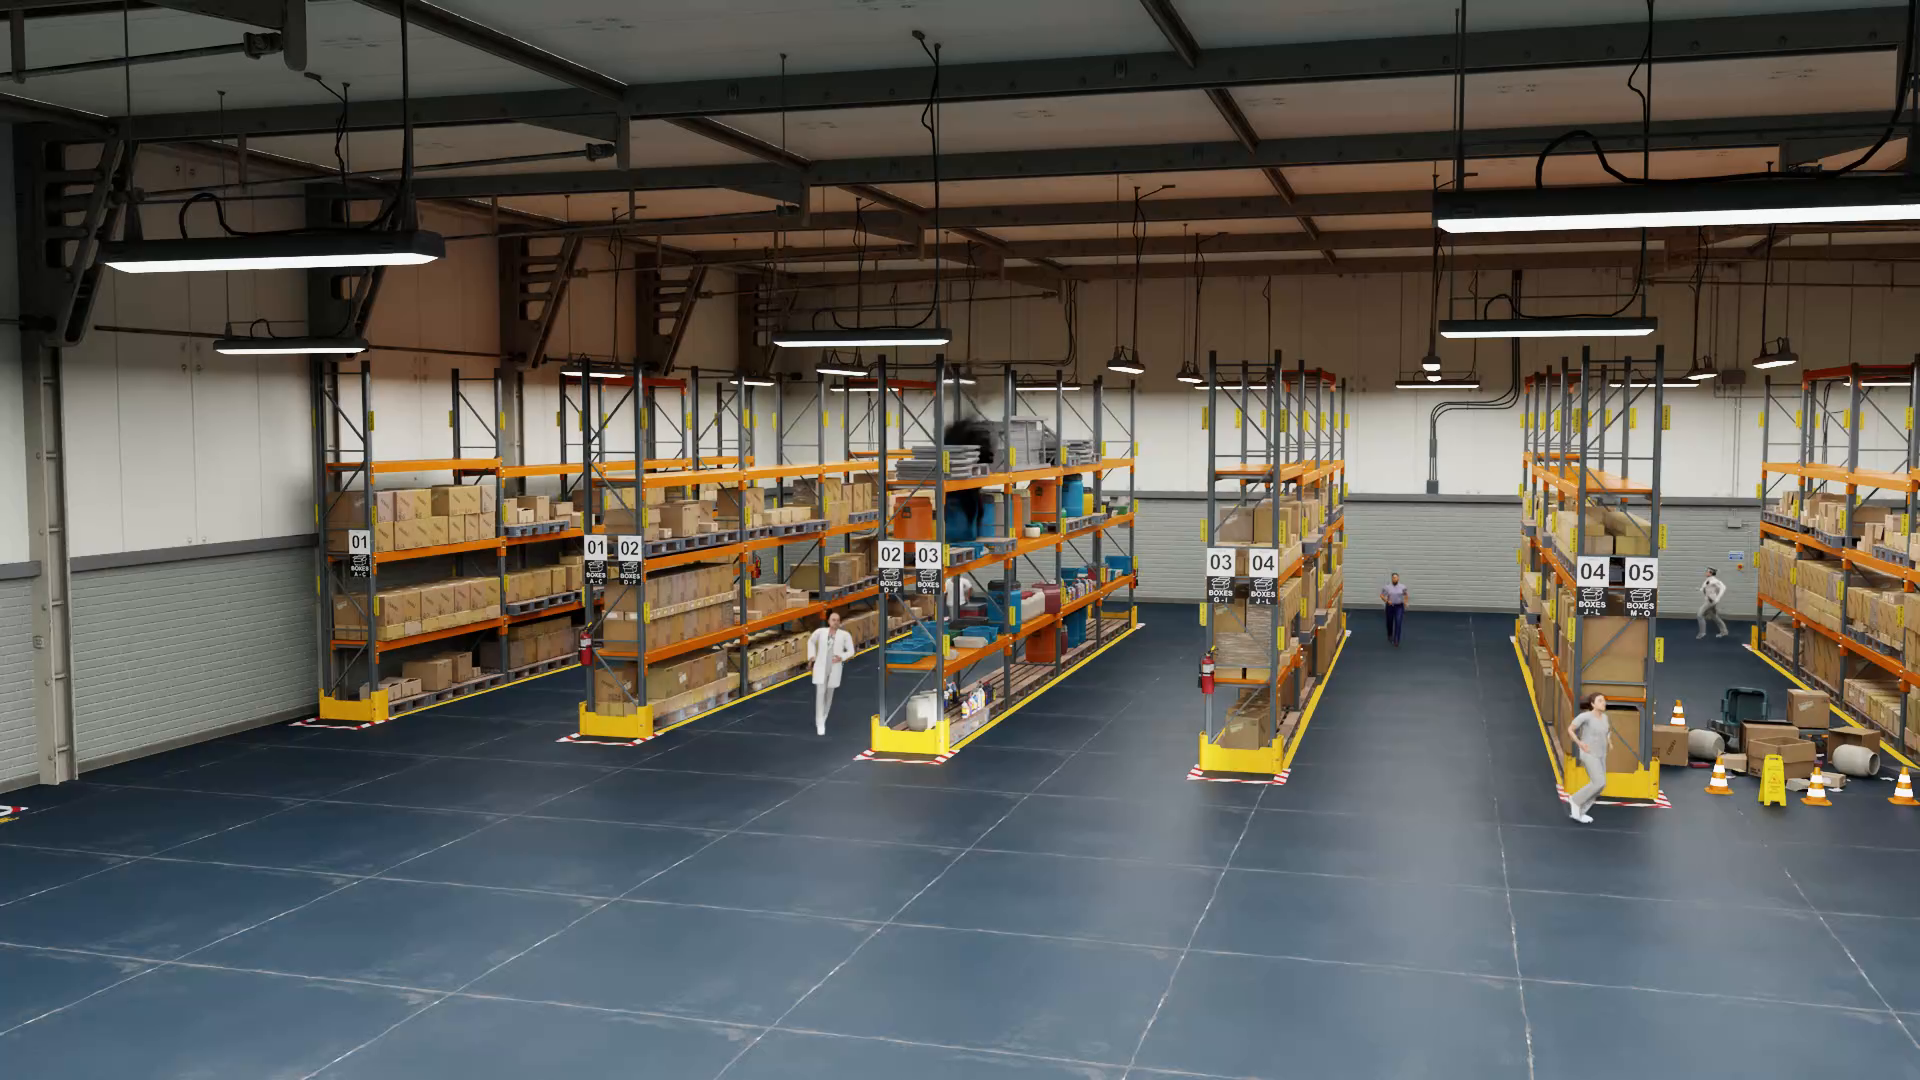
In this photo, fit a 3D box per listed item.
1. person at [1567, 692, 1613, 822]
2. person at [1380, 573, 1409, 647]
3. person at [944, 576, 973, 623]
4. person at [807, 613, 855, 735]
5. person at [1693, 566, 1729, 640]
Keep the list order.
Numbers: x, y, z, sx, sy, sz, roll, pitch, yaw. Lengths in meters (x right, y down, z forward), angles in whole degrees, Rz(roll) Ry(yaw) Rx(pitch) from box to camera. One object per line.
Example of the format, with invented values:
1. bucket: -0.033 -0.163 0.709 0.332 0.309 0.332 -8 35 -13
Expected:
1. person: 7.911 2.703 20.712 0.598 1.626 0.512 -2 5 -26
2. person: 9.694 1.543 37.089 0.632 1.626 0.724 1 4 13
3. person: -0.099 1.481 37.115 0.671 1.806 0.738 1 4 12
4. person: -1.972 2.018 25.457 0.712 1.808 0.872 -1 4 -9
5. person: 17.160 1.448 37.962 0.787 1.737 0.629 1 4 19
